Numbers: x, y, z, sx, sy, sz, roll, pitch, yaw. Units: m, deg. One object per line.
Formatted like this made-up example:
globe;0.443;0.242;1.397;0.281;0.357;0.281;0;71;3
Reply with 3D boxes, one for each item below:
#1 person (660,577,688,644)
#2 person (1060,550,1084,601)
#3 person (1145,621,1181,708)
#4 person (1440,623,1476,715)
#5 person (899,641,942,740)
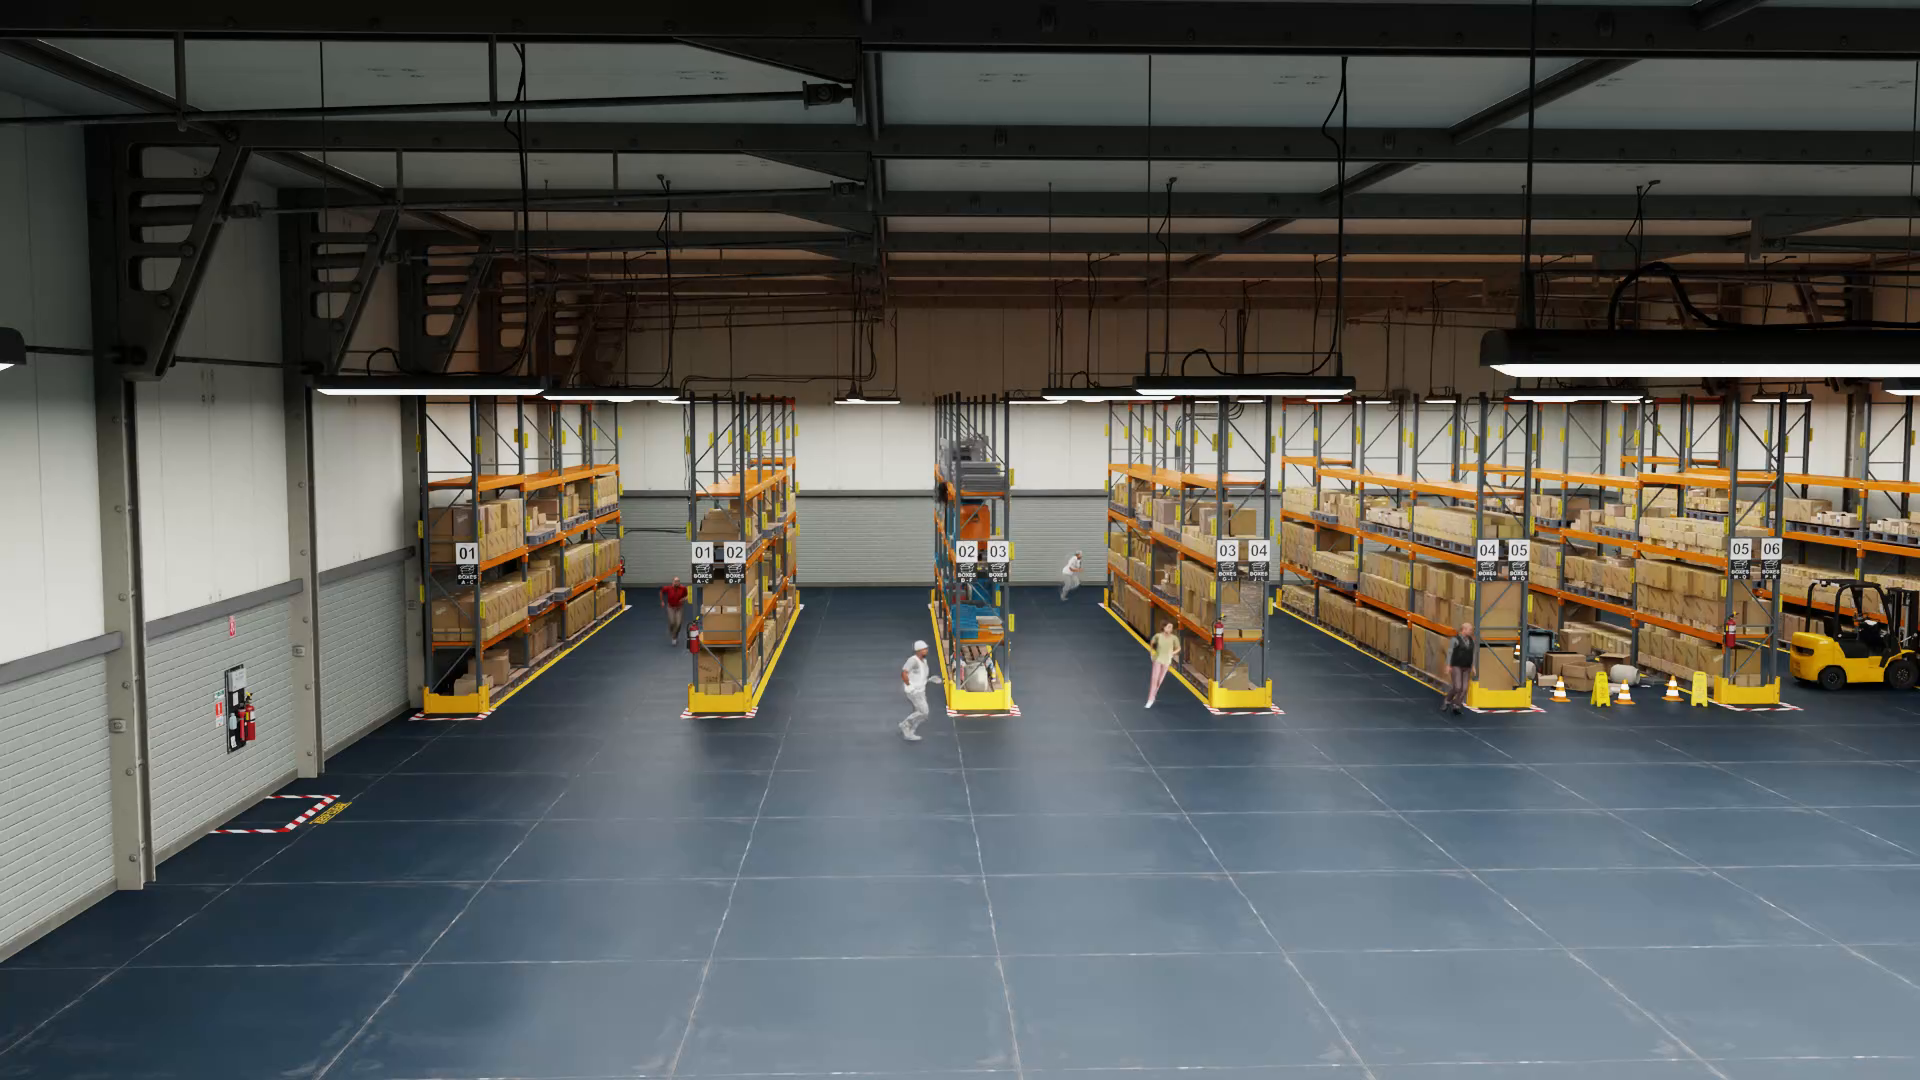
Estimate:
person;-6.865;1.699;40.052;0.660;1.651;0.737;-2;5;-19
person;3.355;1.041;49.087;0.796;1.507;0.636;3;5;30
person;3.867;2.349;31.918;0.721;1.638;0.858;0;5;-2
person;9.269;2.380;30.885;0.663;1.709;0.456;-2;5;-23
person;-0.700;2.582;28.434;0.673;1.723;0.688;1;5;17
